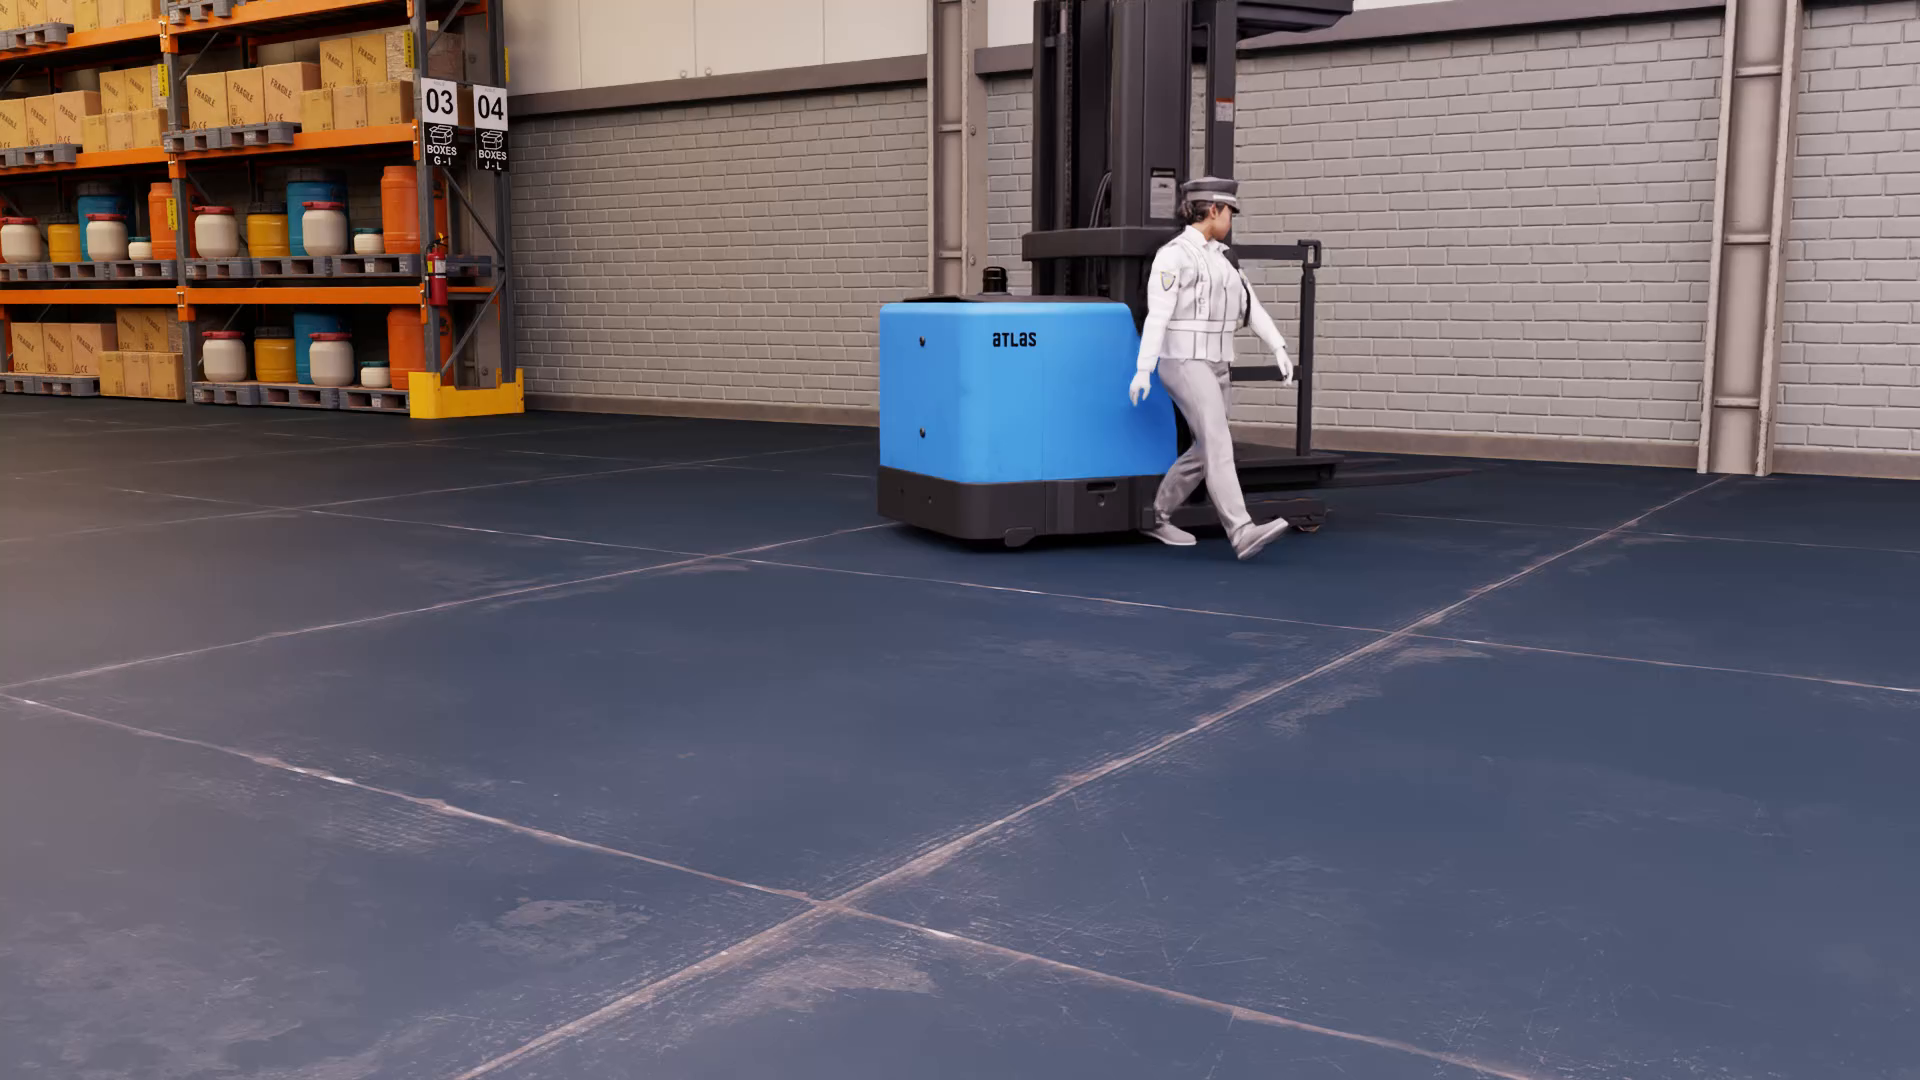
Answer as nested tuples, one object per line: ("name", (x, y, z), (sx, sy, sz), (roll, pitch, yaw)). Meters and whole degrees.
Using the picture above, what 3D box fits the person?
("person", (1.064, -0.727, 7.058), (0.904, 1.607, 0.625), (7, 11, 40))

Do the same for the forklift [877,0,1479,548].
("forklift", (1.160, -1.536, 7.997), (3.031, 2.935, 1.130), (-4, 9, -26))
